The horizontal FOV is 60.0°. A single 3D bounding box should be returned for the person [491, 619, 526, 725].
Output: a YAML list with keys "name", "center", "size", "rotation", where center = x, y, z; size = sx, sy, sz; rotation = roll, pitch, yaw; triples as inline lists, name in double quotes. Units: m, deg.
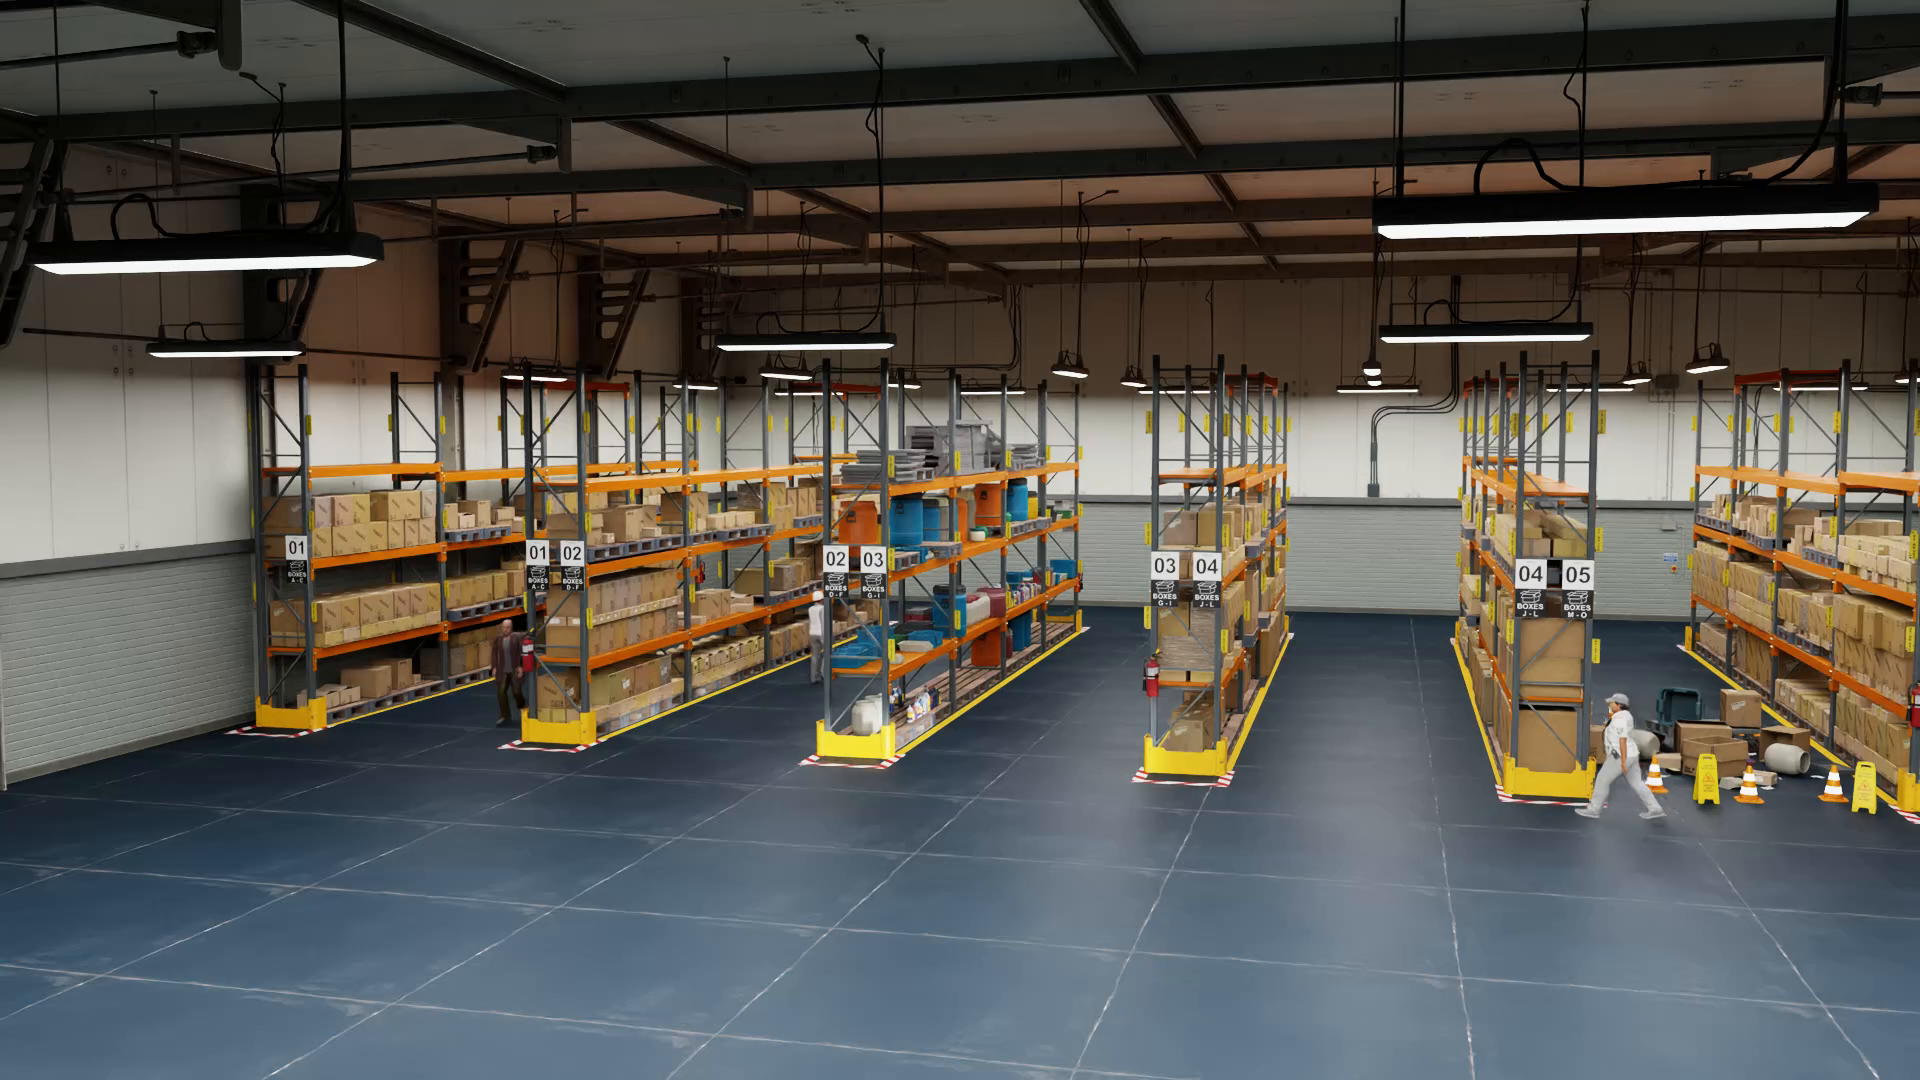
- name: "person"
  center: [-7.580, 2.197, 28.067]
  size: [0.673, 1.764, 0.740]
  rotation: [0, 4, 3]

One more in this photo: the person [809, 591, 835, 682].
- name: "person"
  center: [-2.756, 1.873, 32.458]
  size: [0.546, 1.764, 0.541]
  rotation: [2, 4, 29]

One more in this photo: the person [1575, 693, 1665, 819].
- name: "person"
  center: [8.357, 2.739, 21.023]
  size: [1.042, 1.608, 0.487]
  rotation: [3, 5, 34]
